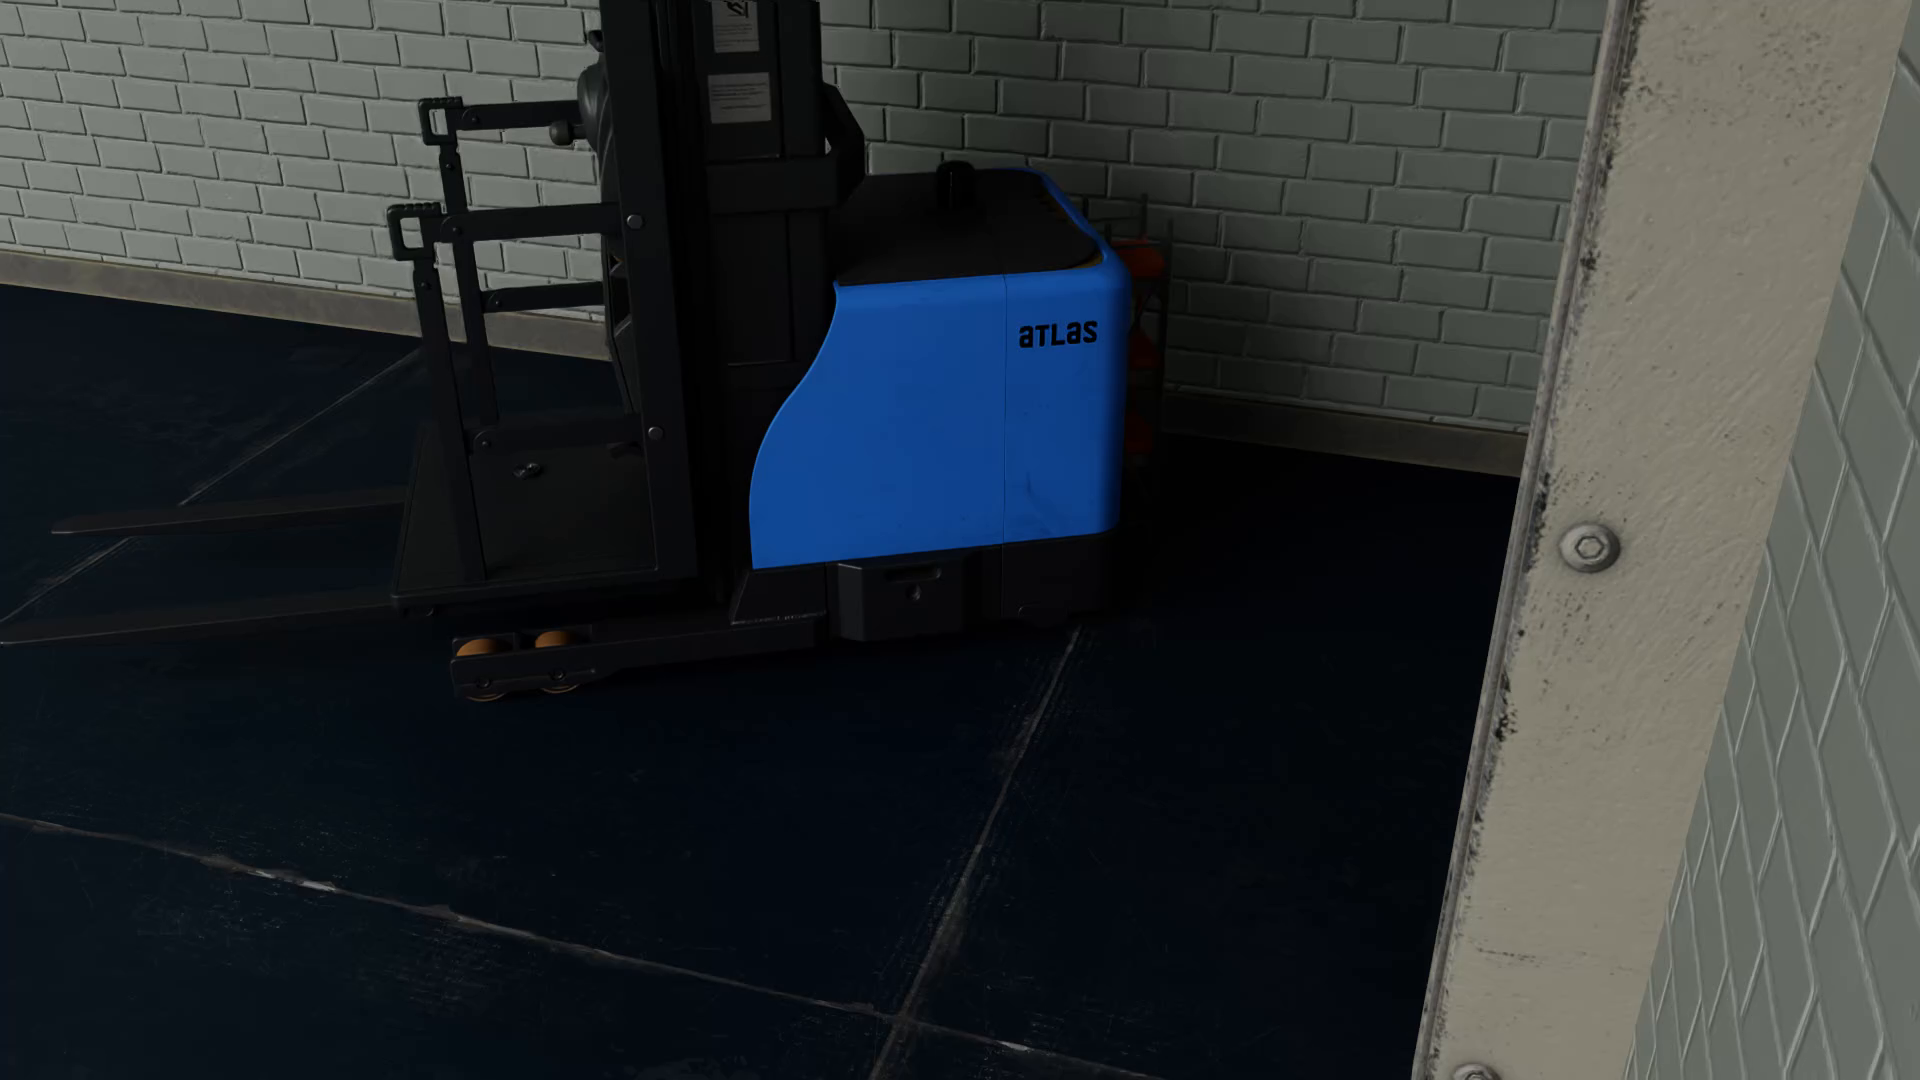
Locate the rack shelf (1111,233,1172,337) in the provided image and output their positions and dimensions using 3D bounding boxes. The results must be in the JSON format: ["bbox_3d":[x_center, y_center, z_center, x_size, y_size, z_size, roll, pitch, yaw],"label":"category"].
[{"bbox_3d":[0.485,-0.741,4.941,0.215,0.259,0.240,-6,30,-10],"label":"rack shelf"}]

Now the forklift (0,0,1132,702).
[{"bbox_3d":[-1.104,-1.128,4.262,3.031,2.935,1.130,-6,30,-10],"label":"forklift"}]

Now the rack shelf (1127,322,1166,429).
[{"bbox_3d":[0.485,-0.493,5.078,0.215,0.259,0.240,-6,30,-10],"label":"rack shelf"}]

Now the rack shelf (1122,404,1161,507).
[{"bbox_3d":[0.485,-0.250,5.214,0.215,0.259,0.240,-6,30,-10],"label":"rack shelf"}]

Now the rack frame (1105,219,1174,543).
[{"bbox_3d":[0.510,-0.444,4.969,0.200,1.050,0.008,-6,30,-10],"label":"rack frame"}]

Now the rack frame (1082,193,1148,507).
[{"bbox_3d":[0.460,-0.561,5.178,0.200,1.050,0.008,-6,30,-10],"label":"rack frame"}]

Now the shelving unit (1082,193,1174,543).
[{"bbox_3d":[0.485,-0.503,5.073,0.215,1.050,0.252,-6,30,-10],"label":"shelving unit"}]
